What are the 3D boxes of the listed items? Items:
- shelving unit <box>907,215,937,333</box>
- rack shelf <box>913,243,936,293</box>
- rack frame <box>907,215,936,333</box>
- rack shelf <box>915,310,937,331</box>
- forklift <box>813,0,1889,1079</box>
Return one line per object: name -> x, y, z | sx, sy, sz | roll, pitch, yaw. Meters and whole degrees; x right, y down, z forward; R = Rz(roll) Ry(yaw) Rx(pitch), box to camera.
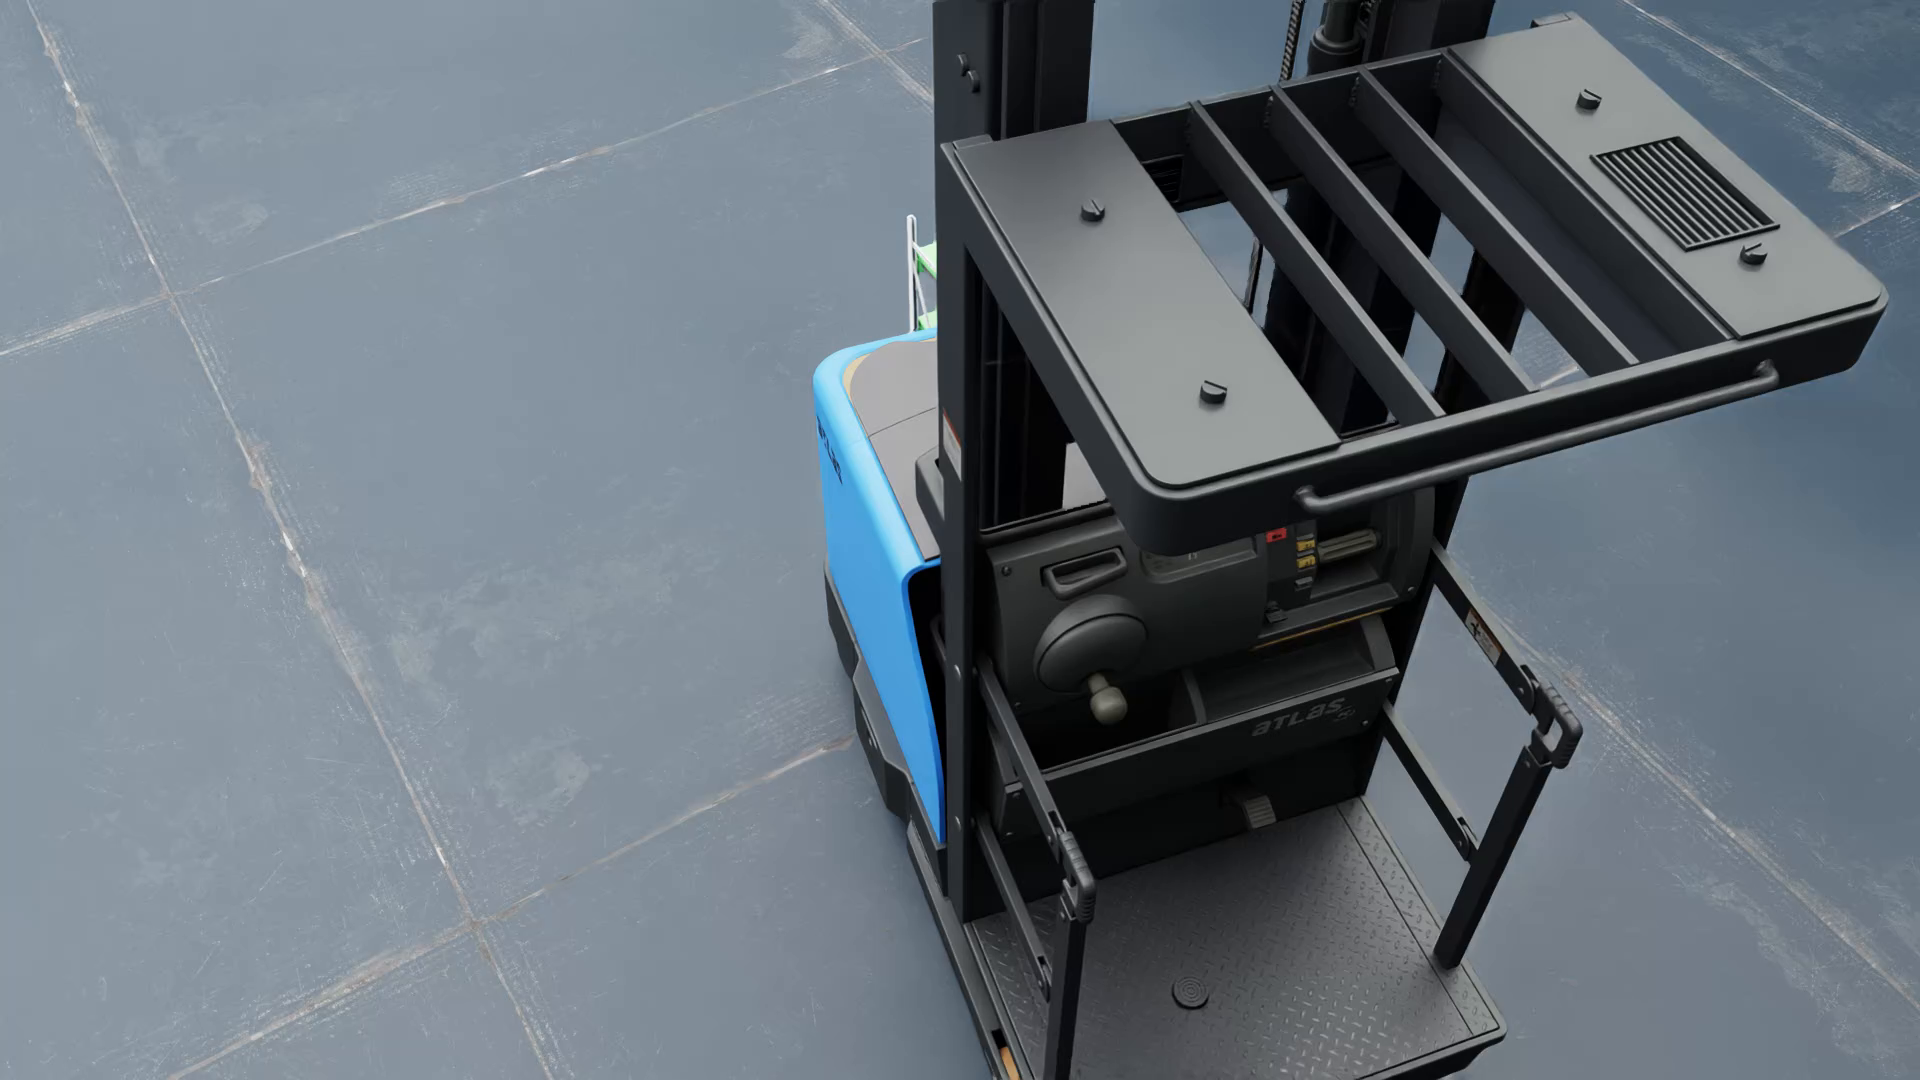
shelving unit -> 0.138, -0.474, 4.868 | 0.503, 1.200, 0.258 | -23, 52, -19
rack shelf -> 0.138, -0.750, 4.558 | 0.480, 0.148, 0.258 | -23, 52, -19
rack frame -> -0.074, -0.384, 4.788 | 0.015, 1.200, 0.240 | -23, 52, -19
rack shelf -> 0.138, -0.591, 4.737 | 0.480, 0.148, 0.258 | -23, 52, -19
forklift -> 0.583, 0.182, 3.125 | 1.130, 2.935, 3.031 | -15, 50, -13
